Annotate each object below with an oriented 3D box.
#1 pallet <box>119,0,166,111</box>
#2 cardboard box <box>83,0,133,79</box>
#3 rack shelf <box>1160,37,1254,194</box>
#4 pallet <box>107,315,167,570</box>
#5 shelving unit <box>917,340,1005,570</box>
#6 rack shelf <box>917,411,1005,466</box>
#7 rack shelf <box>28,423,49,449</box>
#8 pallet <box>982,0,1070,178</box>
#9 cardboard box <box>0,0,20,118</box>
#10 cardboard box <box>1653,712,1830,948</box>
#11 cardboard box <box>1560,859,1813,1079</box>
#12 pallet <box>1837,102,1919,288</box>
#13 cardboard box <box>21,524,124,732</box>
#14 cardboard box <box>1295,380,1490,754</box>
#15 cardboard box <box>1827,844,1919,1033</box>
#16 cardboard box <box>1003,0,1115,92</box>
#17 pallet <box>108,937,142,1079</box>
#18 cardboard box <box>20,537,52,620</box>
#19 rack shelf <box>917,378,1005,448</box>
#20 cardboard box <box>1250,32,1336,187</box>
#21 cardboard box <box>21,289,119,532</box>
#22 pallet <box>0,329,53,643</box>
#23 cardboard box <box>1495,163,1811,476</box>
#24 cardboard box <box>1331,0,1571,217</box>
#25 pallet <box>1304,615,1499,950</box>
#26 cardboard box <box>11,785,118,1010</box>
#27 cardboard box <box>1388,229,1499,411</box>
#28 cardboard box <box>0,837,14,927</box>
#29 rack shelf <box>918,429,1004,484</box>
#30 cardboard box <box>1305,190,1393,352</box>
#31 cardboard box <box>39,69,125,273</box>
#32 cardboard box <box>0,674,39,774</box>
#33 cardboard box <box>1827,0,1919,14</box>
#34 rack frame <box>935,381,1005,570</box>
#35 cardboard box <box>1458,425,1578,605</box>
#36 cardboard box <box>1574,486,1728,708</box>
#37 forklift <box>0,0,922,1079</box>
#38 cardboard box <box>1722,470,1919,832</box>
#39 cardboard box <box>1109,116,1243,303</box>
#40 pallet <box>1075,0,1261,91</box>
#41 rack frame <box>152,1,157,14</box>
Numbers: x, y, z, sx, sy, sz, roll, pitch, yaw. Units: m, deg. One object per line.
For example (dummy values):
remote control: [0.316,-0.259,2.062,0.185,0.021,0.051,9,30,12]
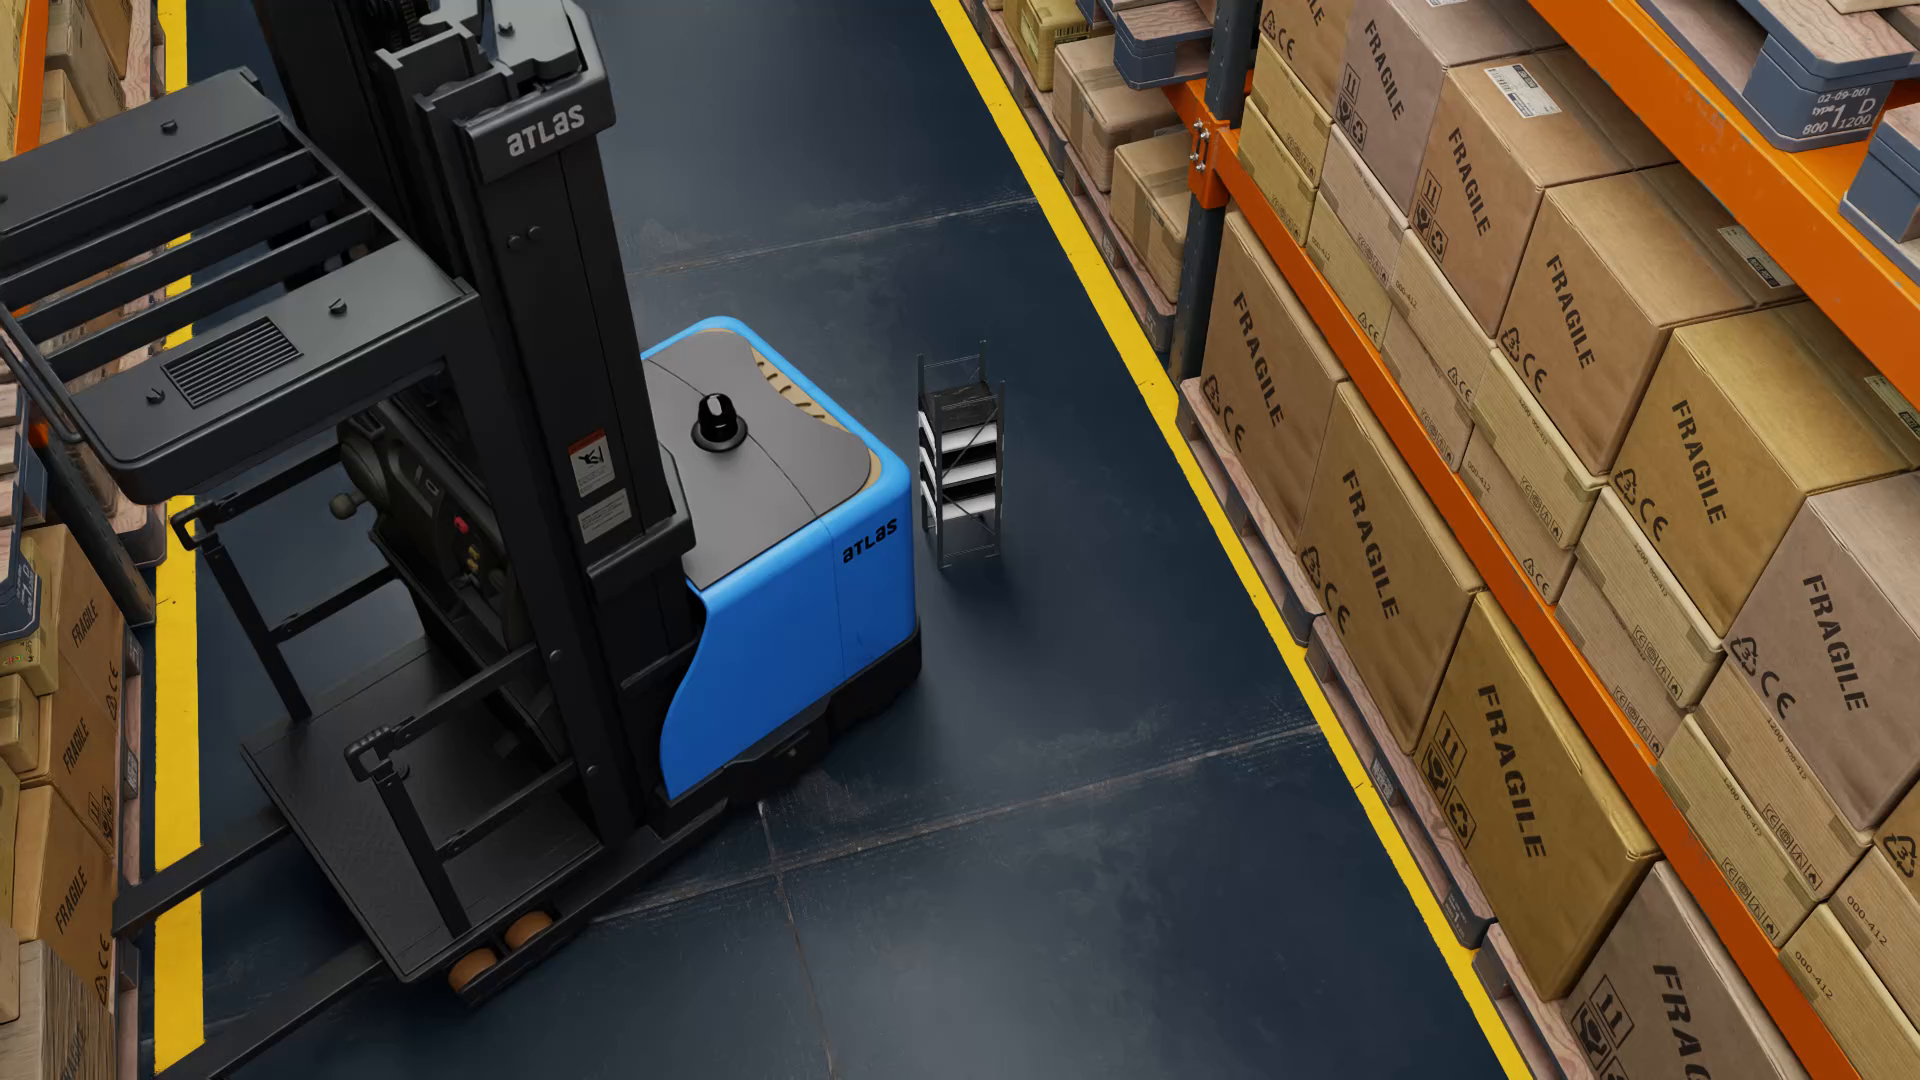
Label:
pallet: [-4.322,-2.087,7.871,1.003,0.211,1.213,-13,51,-11]
cardboard box: [-4.412,-2.507,7.680,0.875,0.625,0.625,-11,51,-9]
rack shelf: [0.755,-2.948,7.243,1.077,0.370,4.000,-13,51,-11]
pallet: [-3.601,-0.305,6.369,1.003,0.211,1.213,-13,51,-11]
shelving unit: [0.002,-0.284,5.901,0.258,0.900,0.210,-13,51,-11]
rack shelf: [0.002,-0.379,5.789,0.258,0.077,0.200,-13,51,-11]
rack shelf: [-2.803,1.099,3.832,1.077,0.370,4.000,-13,51,-11]
pallet: [0.759,-2.280,8.034,1.003,0.211,1.213,-13,51,-11]
cardboard box: [-3.595,-1.668,5.792,0.500,0.250,0.500,-15,51,-12]
cardboard box: [2.006,0.608,3.873,0.500,0.250,0.500,-14,51,-11]
cardboard box: [2.269,1.318,4.292,0.875,0.875,0.875,-12,51,-10]
pallet: [2.211,-0.361,2.756,0.805,0.209,1.217,-15,52,-12]
cardboard box: [-3.064,0.337,5.364,0.500,0.500,0.500,-12,51,-10]
cardboard box: [1.731,0.006,5.398,0.875,0.875,0.875,-13,51,-11]
cardboard box: [2.166,0.823,3.365,0.500,0.250,0.500,-13,51,-11]
cardboard box: [0.744,-2.514,7.852,0.950,0.372,0.625,-12,51,-10]
pallet: [-2.853,1.748,4.638,1.003,0.211,1.213,-13,51,-11]
cardboard box: [-3.006,0.171,5.080,0.380,0.149,0.250,-16,52,-13]
rack shelf: [0.002,-0.437,5.720,0.258,0.077,0.200,-13,51,-11]
cardboard box: [1.260,-1.406,5.244,0.500,0.250,0.500,-14,51,-11]
cardboard box: [-3.566,-0.422,5.923,0.875,0.625,0.625,-12,51,-10]
pallet: [-3.127,-0.053,4.458,1.213,0.211,1.003,-13,51,-11]
cardboard box: [1.699,-0.547,4.030,0.500,0.500,0.500,-13,51,-10]
cardboard box: [1.414,-1.298,4.663,0.500,0.500,0.500,-13,51,-11]
pallet: [1.864,0.662,5.553,1.003,0.211,1.213,-13,51,-11]
cardboard box: [-2.769,1.086,4.732,0.500,0.500,0.500,-11,51,-9]
cardboard box: [1.547,-0.661,4.616,0.500,0.250,0.500,-13,51,-11]
cardboard box: [-2.751,0.951,4.423,0.380,0.149,0.250,-14,51,-12]
rack shelf: [0.002,-0.321,5.858,0.258,0.077,0.200,-13,51,-11]
cardboard box: [1.419,-0.885,5.132,0.500,0.250,0.500,-15,51,-12]
cardboard box: [-3.966,-1.389,6.738,0.875,0.625,0.625,-15,52,-12]
cardboard box: [-2.860,0.566,4.747,0.380,0.149,0.250,-15,51,-12]
cardboard box: [1.827,-1.171,3.192,0.380,0.166,0.250,-9,51,-8]
rack frame: [0.032,-0.210,5.838,0.240,0.900,0.006,-13,51,-11]
cardboard box: [1.718,-0.141,4.505,0.500,0.250,0.500,-13,51,-11]
cardboard box: [1.853,0.083,3.990,0.500,0.250,0.500,-12,51,-10]
forklift: [-1.576,-0.001,4.334,3.031,2.935,1.130,-34,58,-25]
cardboard box: [1.997,0.203,3.398,0.500,0.500,0.500,-12,51,-10]
cardboard box: [1.189,-1.422,6.931,0.950,0.372,0.625,-16,52,-13]
pallet: [1.034,-2.153,6.229,1.213,0.211,1.003,-13,51,-11]
rack frame: [-4.577,-3.515,7.251,1.000,3.000,0.127,-13,51,-11]
